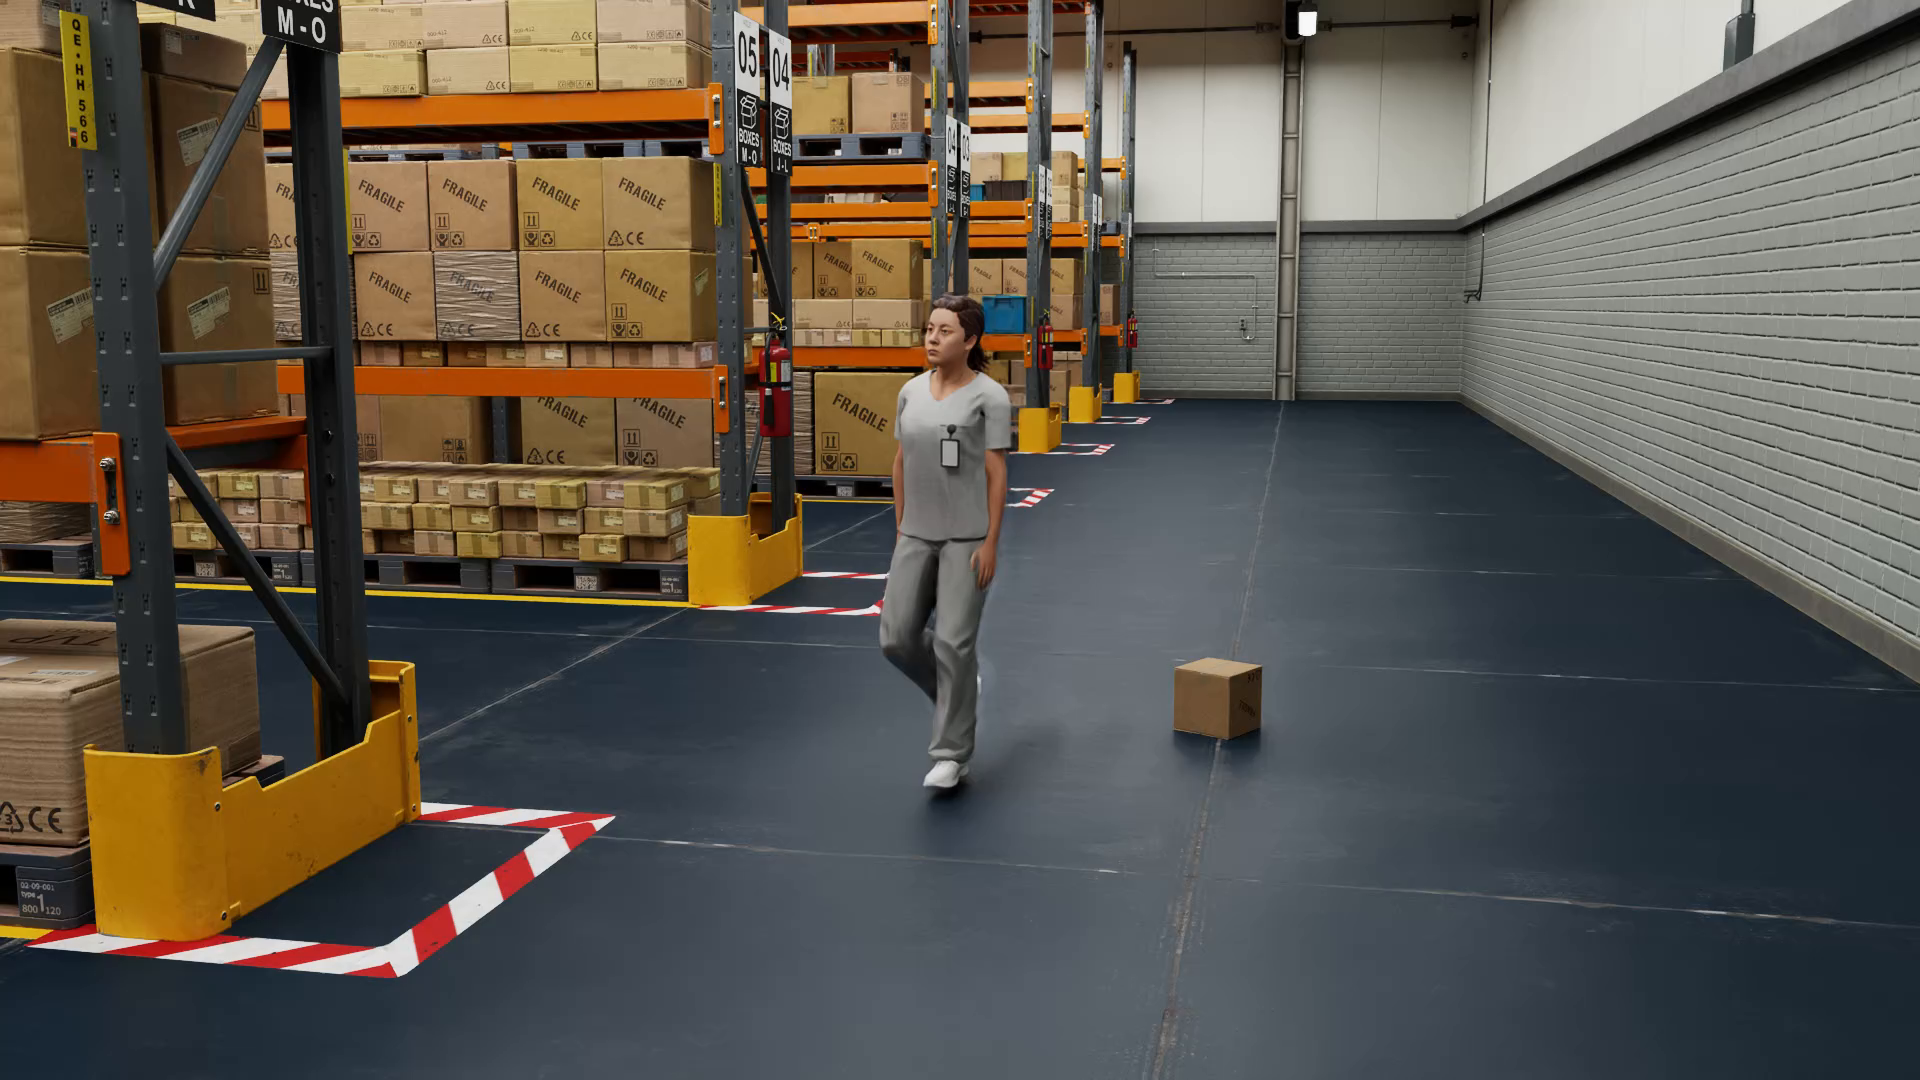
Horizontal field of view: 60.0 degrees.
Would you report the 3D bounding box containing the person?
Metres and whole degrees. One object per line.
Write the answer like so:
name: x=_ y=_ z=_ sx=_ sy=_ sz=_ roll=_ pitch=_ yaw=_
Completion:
person: x=-0.016 y=-0.008 z=5.725 sx=0.452 sy=1.660 sz=0.566 roll=4 pitch=9 yaw=27
